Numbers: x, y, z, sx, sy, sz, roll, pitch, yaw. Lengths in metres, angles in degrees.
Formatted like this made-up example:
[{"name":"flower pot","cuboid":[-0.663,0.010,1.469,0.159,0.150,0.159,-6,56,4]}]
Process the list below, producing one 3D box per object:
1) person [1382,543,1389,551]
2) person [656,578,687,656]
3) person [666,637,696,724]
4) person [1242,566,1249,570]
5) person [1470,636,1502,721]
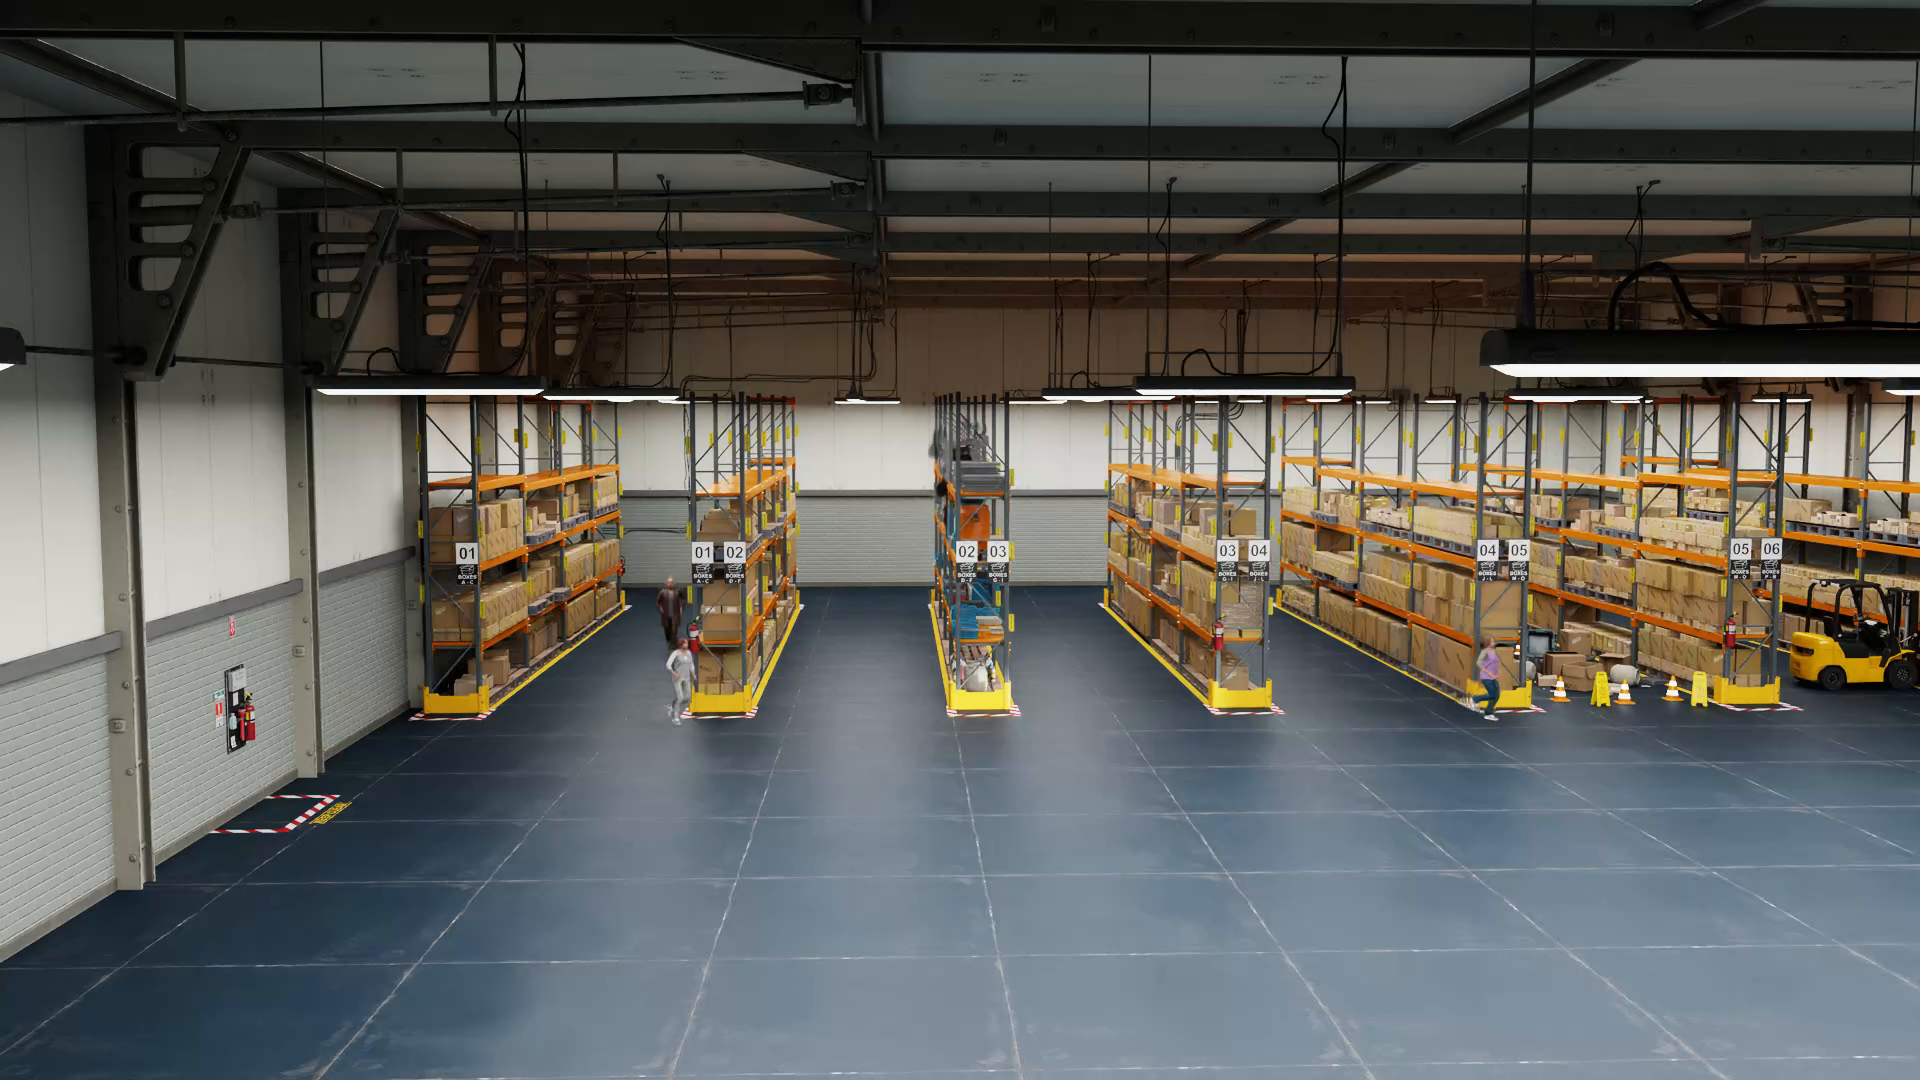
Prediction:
[{"name":"person","cuboid":[12.539,0.902,49.215,0.678,1.750,0.675,-1,5,-7]},{"name":"person","cuboid":[-6.697,1.767,38.559,0.710,1.776,0.943,-1,5,-8]},{"name":"person","cuboid":[-5.061,2.545,30.170,0.608,1.556,0.488,-4,6,-44]},{"name":"person","cuboid":[8.118,1.079,47.588,0.733,1.730,0.613,3,5,29]},{"name":"person","cuboid":[9.647,2.519,30.465,0.522,1.550,0.547,-4,6,-43]}]
